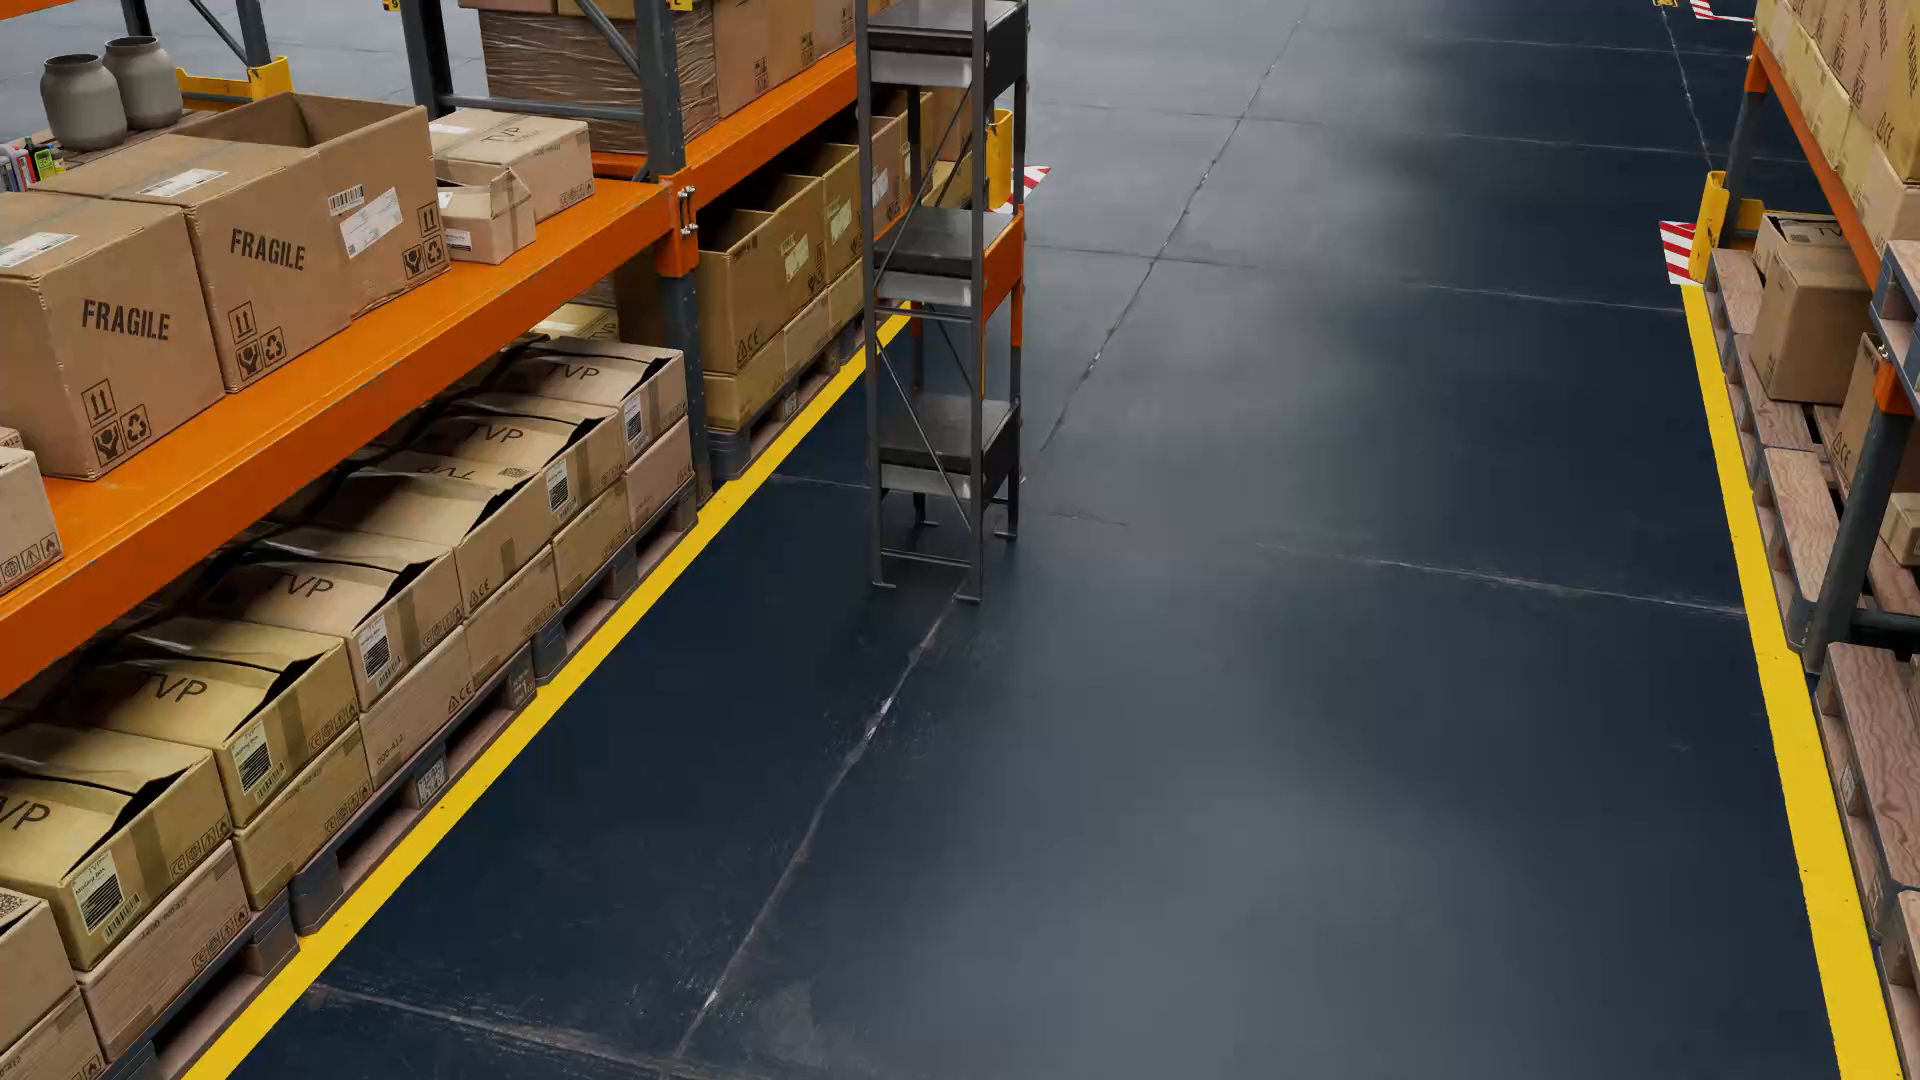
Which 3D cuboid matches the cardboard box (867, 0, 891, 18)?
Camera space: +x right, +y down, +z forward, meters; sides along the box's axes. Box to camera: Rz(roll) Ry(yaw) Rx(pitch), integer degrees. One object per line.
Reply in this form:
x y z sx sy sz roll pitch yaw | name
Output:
-0.745 -2.741 7.990 0.700 0.500 0.500 9 30 15 | cardboard box

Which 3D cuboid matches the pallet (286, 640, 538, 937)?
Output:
-2.004 0.607 4.942 1.003 0.211 1.213 8 30 15 | pallet

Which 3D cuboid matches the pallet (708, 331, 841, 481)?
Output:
-1.195 -0.674 7.244 1.003 0.211 1.213 8 30 15 | pallet

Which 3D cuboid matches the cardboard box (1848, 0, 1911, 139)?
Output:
3.252 -1.591 5.387 0.500 0.500 0.500 8 30 15 | cardboard box

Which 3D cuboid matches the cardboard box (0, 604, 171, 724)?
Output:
-2.427 0.348 4.358 0.500 0.311 0.500 8 30 15 | cardboard box

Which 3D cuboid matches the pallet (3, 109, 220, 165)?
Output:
-5.250 -2.459 10.453 1.003 0.211 1.213 8 30 15 | pallet

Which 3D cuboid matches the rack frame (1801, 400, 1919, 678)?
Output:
3.268 -0.823 4.645 1.000 3.000 0.127 8 30 15 | rack frame

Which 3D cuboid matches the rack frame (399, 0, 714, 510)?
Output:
-1.469 -1.529 5.912 1.000 3.000 0.127 8 30 15 | rack frame

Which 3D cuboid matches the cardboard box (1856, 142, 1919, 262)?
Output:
3.117 -1.030 5.150 0.500 0.250 0.500 9 30 15 | cardboard box

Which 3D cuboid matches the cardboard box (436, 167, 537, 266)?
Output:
-1.551 -1.035 5.163 0.396 0.266 0.258 8 30 14 | cardboard box

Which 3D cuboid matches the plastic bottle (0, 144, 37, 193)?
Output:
-5.249 -2.069 9.232 0.152 0.276 0.135 9 30 15 | plastic bottle

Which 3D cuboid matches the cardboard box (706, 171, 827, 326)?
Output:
-0.894 -1.243 7.023 0.500 0.500 0.500 8 30 15 | cardboard box

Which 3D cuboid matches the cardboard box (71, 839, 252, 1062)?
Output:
-2.062 0.913 3.919 0.500 0.250 0.500 8 30 13 | cardboard box

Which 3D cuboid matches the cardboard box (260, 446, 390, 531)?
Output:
-2.131 -0.126 5.211 0.500 0.311 0.500 8 30 13 | cardboard box

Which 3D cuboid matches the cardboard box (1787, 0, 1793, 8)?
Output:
3.860 -2.546 7.104 0.500 0.500 0.500 9 30 15 | cardboard box

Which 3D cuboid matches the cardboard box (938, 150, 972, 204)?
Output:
-0.170 -2.078 9.296 0.500 0.250 0.500 8 30 15 | cardboard box

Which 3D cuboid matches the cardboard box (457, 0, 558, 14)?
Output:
-1.594 -2.013 6.012 0.380 0.149 0.250 8 30 15 | cardboard box

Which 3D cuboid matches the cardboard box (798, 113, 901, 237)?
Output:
-0.595 -1.706 7.857 0.500 0.500 0.500 8 30 15 | cardboard box

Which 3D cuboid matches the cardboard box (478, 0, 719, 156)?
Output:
-1.345 -1.779 6.260 0.700 0.500 0.500 8 30 14 | cardboard box

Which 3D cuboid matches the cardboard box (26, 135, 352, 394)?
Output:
-2.012 -0.740 4.392 0.500 0.500 0.500 9 30 15 | cardboard box

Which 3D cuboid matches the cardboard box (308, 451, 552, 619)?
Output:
-1.609 -0.052 5.078 0.500 0.311 0.500 8 30 15 | cardboard box

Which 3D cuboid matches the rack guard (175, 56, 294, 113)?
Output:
-5.006 -2.962 11.060 1.175 0.500 0.348 8 30 15 | rack guard

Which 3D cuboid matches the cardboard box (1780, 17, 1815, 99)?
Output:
3.701 -1.965 6.830 0.500 0.250 0.500 8 30 14 | cardboard box

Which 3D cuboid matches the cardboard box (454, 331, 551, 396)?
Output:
-1.828 -0.599 6.061 0.500 0.311 0.500 9 30 15 | cardboard box

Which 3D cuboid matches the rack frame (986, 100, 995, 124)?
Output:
-0.295 -3.387 9.254 1.000 3.000 0.127 8 30 15 | rack frame

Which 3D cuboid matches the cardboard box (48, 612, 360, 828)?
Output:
-1.911 0.420 4.229 0.500 0.311 0.500 8 30 14 | cardboard box

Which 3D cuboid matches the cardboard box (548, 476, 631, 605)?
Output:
-1.464 -0.042 5.636 0.500 0.250 0.500 8 30 14 | cardboard box

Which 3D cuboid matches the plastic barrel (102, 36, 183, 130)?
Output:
-5.149 -2.876 10.461 0.421 0.512 0.421 0 29 0 | plastic barrel

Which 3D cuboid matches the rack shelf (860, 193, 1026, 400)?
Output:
-0.049 -0.829 5.608 0.431 0.518 0.480 8 30 15 | rack shelf

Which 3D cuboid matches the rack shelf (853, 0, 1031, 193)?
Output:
-0.049 -1.440 5.268 0.431 0.518 0.480 8 30 15 | rack shelf

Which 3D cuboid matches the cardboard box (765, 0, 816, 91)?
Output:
-1.045 -2.258 7.121 0.700 0.500 0.500 9 30 16 | cardboard box

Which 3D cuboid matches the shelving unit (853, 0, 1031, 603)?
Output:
-0.049 -0.841 5.601 0.431 2.100 0.503 8 30 15 | shelving unit

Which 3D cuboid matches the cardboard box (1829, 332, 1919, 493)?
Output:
3.534 -0.411 6.023 0.500 0.500 0.500 6 30 11 | cardboard box

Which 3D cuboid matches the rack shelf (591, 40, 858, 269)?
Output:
-0.882 -2.144 7.758 1.077 0.370 4.000 8 30 15 | rack shelf

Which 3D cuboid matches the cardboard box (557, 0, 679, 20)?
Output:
-1.205 -1.953 5.905 0.380 0.149 0.250 8 30 15 | cardboard box

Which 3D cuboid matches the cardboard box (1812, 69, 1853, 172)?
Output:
3.404 -1.496 5.988 0.500 0.250 0.500 8 30 15 | cardboard box

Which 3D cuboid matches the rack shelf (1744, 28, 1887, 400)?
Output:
3.855 -1.439 6.490 1.077 0.370 4.000 8 30 15 | rack shelf

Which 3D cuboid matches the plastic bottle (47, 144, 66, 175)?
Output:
-5.149 -2.149 9.454 0.097 0.201 0.097 0 29 0 | plastic bottle

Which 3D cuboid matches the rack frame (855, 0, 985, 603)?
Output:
-0.120 -0.727 5.397 0.400 2.100 0.015 8 30 15 | rack frame

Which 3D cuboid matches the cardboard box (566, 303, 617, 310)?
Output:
-1.386 -0.988 7.337 0.500 0.250 0.500 8 30 15 | cardboard box

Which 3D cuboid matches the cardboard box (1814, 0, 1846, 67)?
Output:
3.562 -2.065 6.239 0.500 0.500 0.500 9 30 16 | cardboard box

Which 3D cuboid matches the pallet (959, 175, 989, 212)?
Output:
-0.479 -1.808 9.282 1.003 0.211 1.213 8 30 15 | pallet

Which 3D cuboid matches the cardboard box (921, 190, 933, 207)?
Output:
-0.450 -1.611 8.457 0.500 0.250 0.500 8 30 15 | cardboard box

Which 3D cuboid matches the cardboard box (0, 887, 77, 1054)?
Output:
-2.209 0.902 3.363 0.500 0.311 0.500 10 30 17 | cardboard box

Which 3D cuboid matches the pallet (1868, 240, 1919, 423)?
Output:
2.904 -0.405 4.090 1.003 0.211 1.213 8 30 15 | pallet

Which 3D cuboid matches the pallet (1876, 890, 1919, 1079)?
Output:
2.684 1.326 3.649 1.003 0.211 1.213 8 30 15 | pallet

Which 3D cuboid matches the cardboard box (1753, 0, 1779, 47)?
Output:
3.995 -2.444 7.692 0.500 0.250 0.500 8 30 13 | cardboard box

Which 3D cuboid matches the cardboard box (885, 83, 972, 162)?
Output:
-0.168 -2.405 9.114 0.500 0.500 0.500 8 30 15 | cardboard box

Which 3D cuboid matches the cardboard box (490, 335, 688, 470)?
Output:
-1.314 -0.526 5.930 0.500 0.311 0.500 8 30 15 | cardboard box

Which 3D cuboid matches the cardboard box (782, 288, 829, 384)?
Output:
-0.891 -0.914 7.205 0.500 0.250 0.500 8 30 15 | cardboard box

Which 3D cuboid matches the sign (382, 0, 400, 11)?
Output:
-2.000 -2.020 5.824 0.100 0.325 0.005 8 30 15 | sign

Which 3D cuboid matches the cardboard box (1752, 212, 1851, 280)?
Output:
4.153 -1.391 7.978 0.500 0.311 0.500 5 30 9 | cardboard box

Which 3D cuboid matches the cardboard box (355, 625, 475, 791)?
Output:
-1.764 0.432 4.783 0.500 0.250 0.500 9 30 16 | cardboard box

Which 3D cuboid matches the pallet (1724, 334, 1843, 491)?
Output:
3.787 -0.491 6.915 1.003 0.211 1.213 8 30 15 | pallet

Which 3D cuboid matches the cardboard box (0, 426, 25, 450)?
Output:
-2.323 -0.161 3.712 0.380 0.149 0.250 11 31 19 | cardboard box
